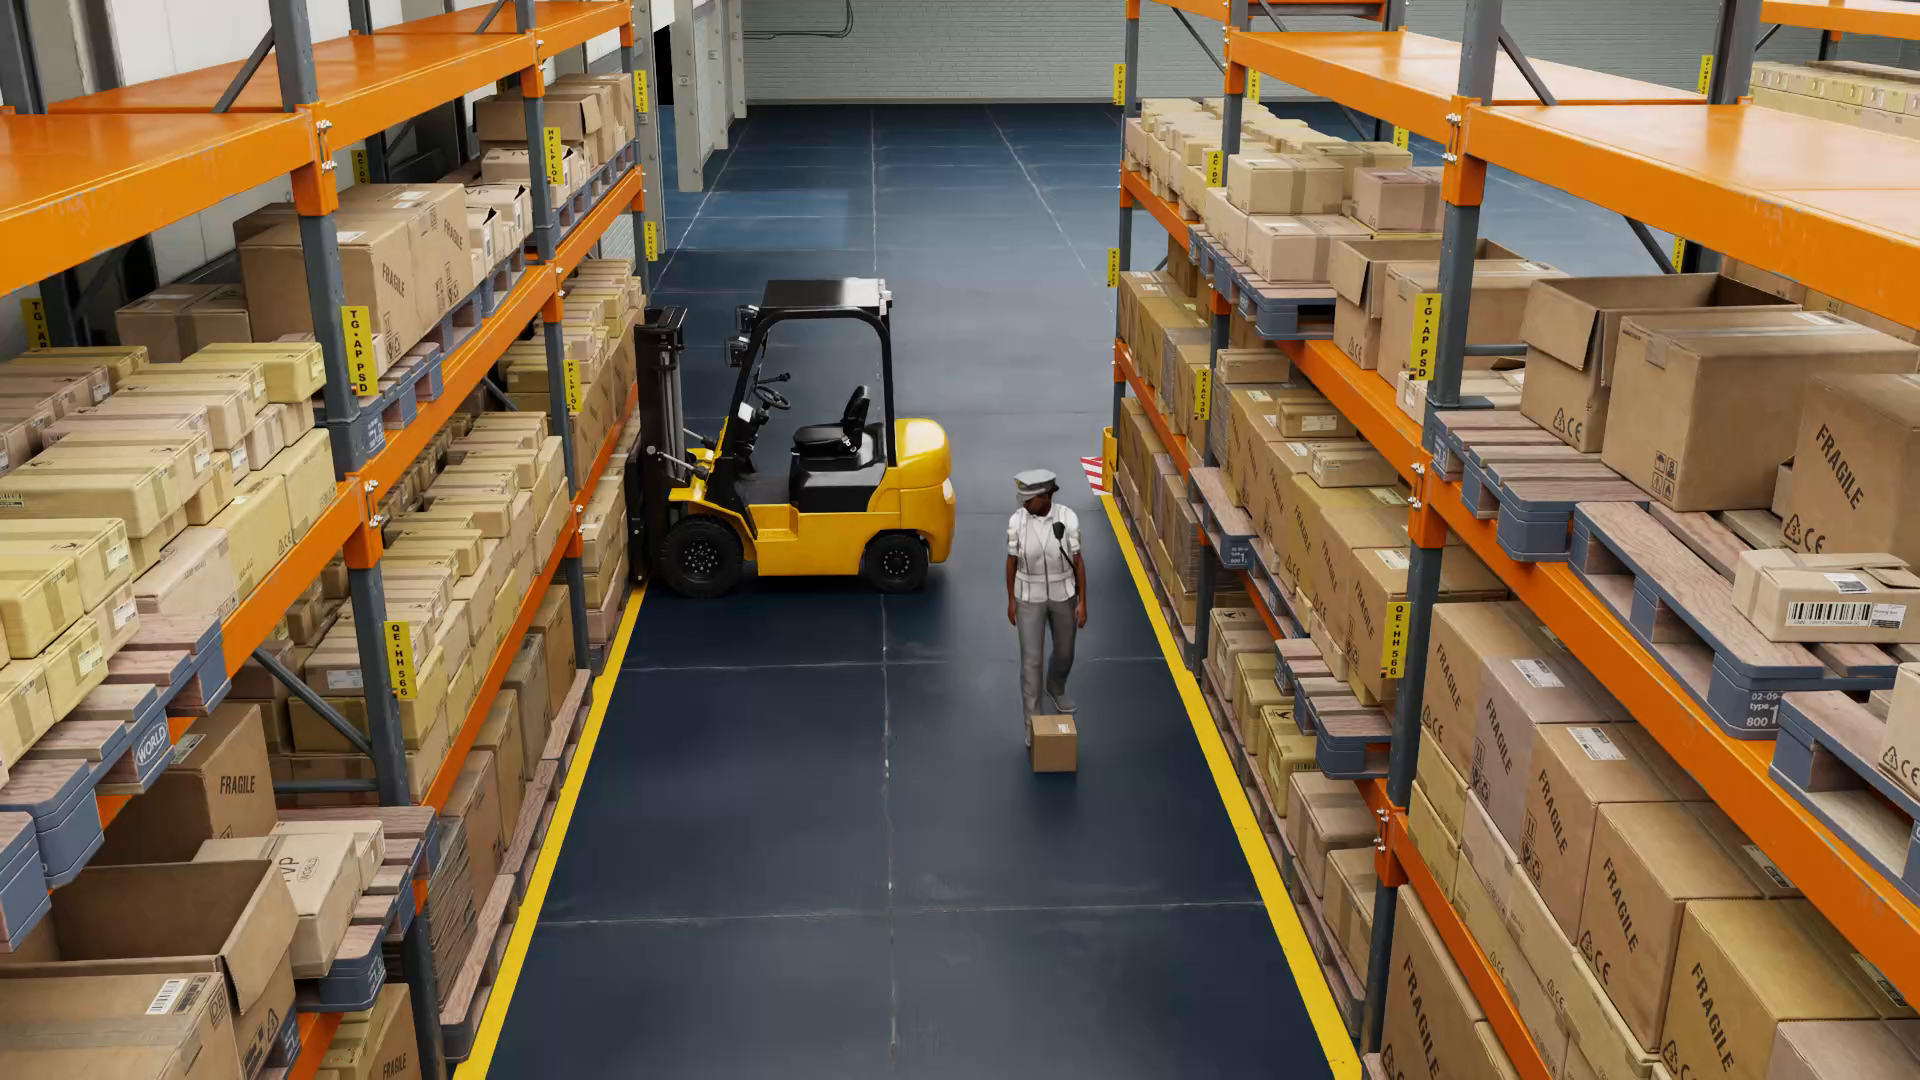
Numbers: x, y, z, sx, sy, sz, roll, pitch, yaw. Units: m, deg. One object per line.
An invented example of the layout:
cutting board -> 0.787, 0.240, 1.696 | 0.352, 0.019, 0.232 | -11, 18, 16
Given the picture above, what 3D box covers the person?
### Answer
person -> 0.521, 0.376, 10.038 | 0.477, 1.644, 0.724 | -1, 21, -3
